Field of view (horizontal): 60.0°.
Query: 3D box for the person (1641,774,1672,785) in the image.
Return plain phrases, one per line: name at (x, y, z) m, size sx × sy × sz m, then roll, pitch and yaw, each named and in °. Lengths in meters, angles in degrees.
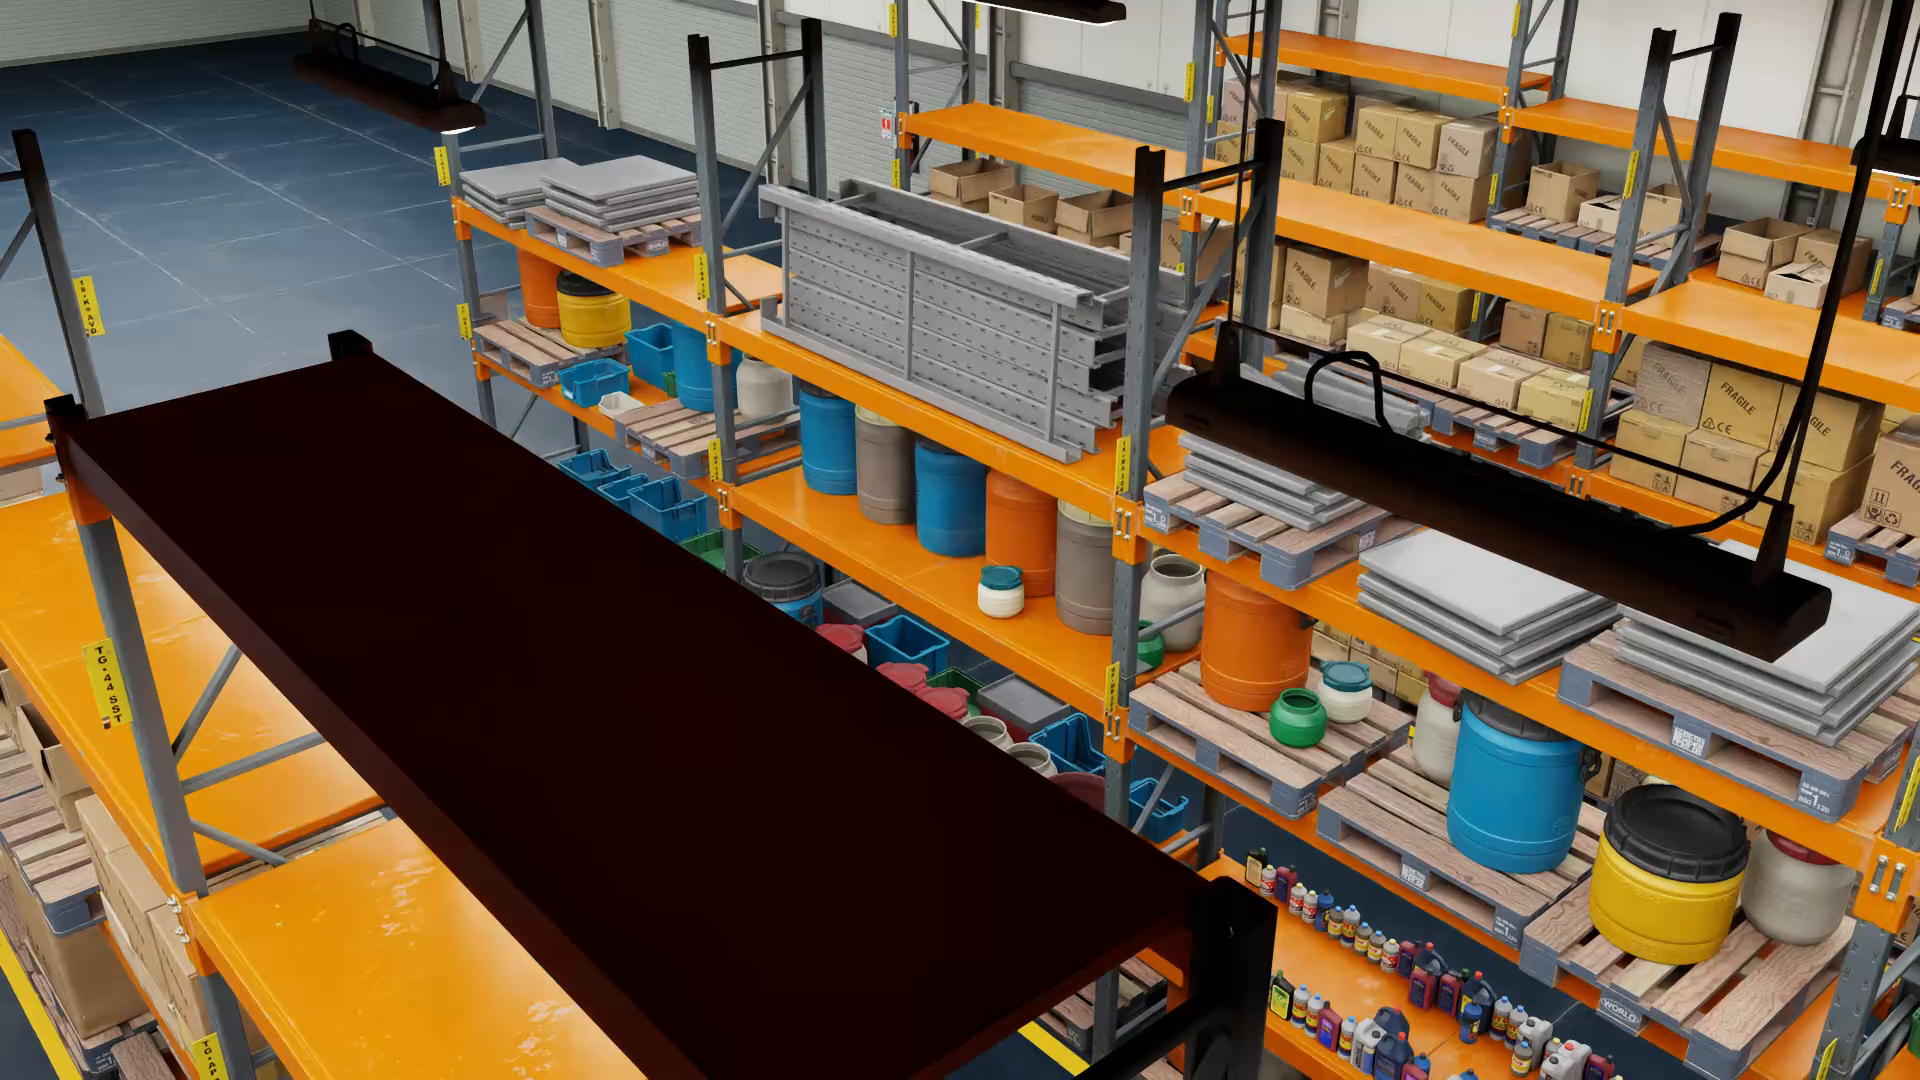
person at (4.957, 2.103, 11.700) m, size 0.571 × 1.583 × 0.694 m, roll -16°, pitch 31°, yaw -28°
